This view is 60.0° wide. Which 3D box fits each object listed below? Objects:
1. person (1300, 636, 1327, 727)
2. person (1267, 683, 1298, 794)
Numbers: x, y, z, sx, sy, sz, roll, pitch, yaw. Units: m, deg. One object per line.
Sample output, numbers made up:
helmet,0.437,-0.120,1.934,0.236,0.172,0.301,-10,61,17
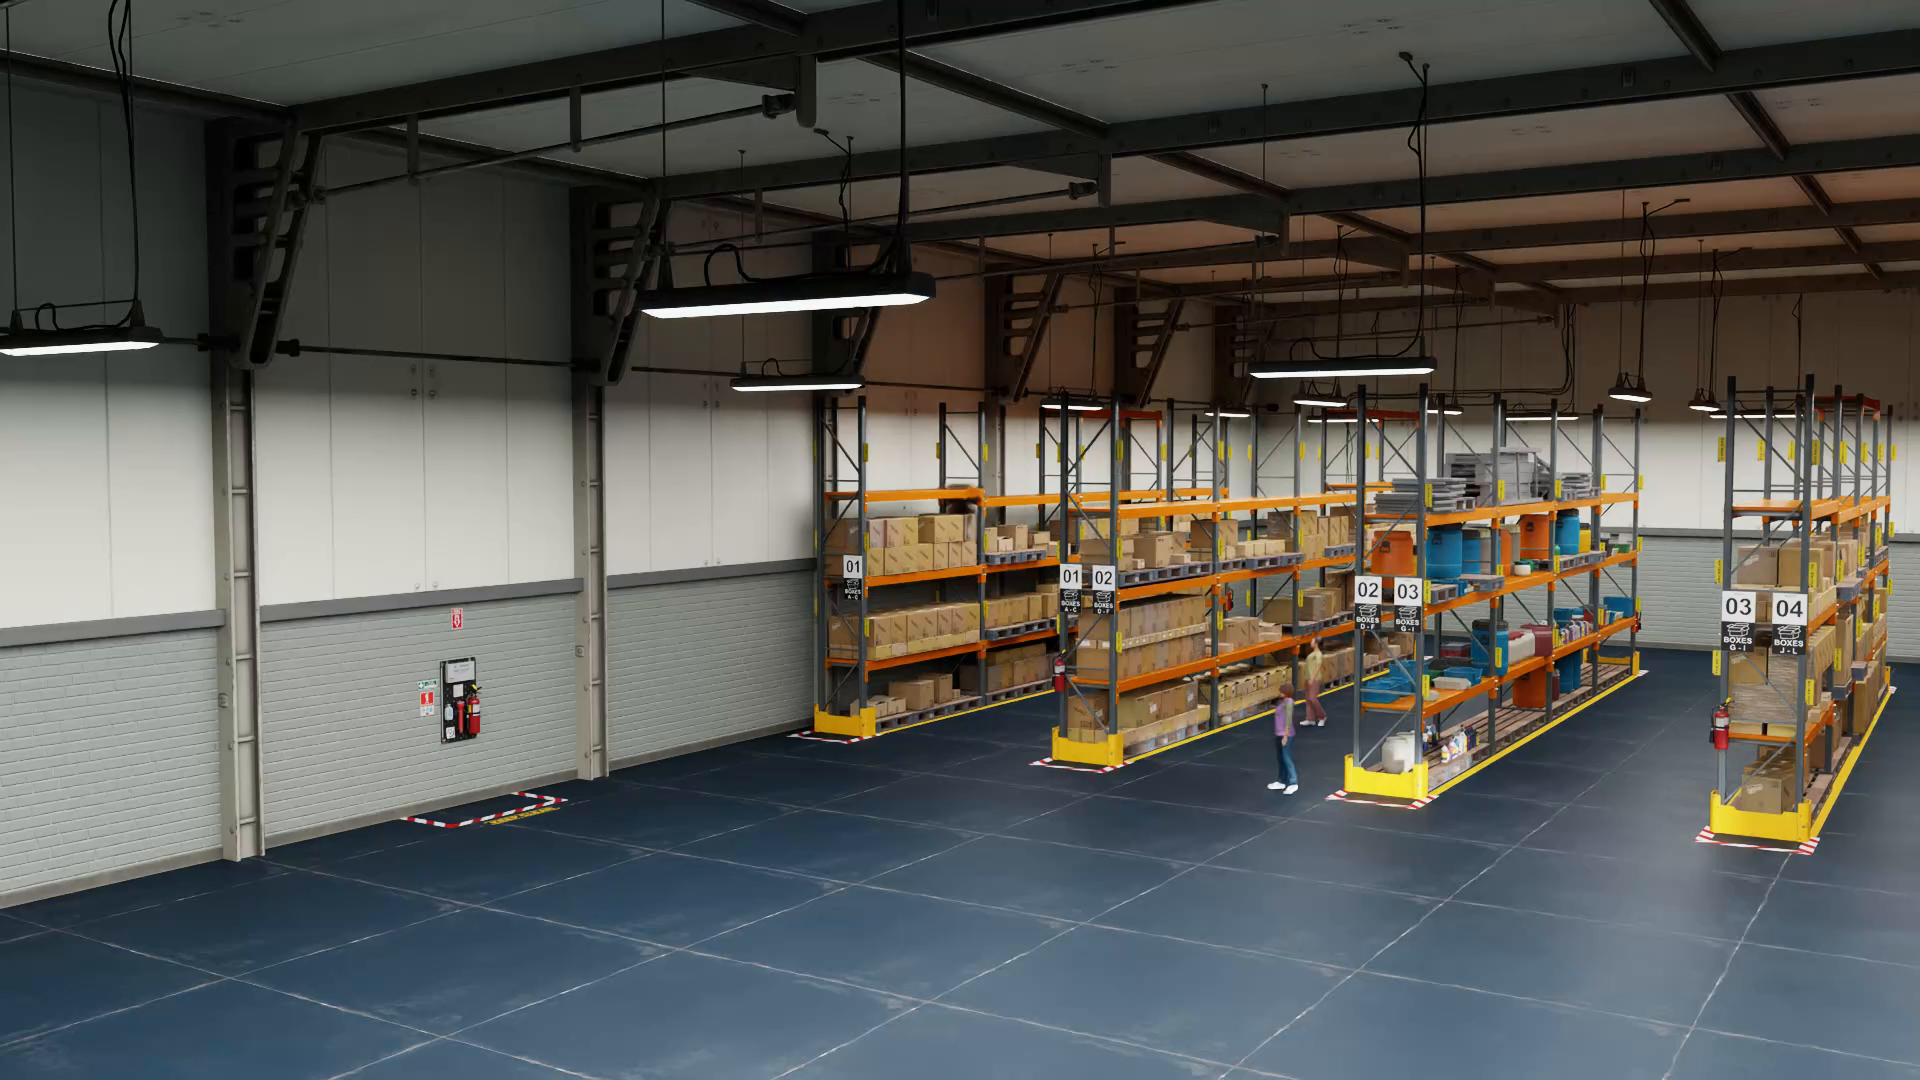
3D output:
person,6.494,2.578,30.442,0.457,1.662,0.489,-1,3,-18
person,4.777,2.925,24.625,0.361,1.633,0.494,-1,3,-10
